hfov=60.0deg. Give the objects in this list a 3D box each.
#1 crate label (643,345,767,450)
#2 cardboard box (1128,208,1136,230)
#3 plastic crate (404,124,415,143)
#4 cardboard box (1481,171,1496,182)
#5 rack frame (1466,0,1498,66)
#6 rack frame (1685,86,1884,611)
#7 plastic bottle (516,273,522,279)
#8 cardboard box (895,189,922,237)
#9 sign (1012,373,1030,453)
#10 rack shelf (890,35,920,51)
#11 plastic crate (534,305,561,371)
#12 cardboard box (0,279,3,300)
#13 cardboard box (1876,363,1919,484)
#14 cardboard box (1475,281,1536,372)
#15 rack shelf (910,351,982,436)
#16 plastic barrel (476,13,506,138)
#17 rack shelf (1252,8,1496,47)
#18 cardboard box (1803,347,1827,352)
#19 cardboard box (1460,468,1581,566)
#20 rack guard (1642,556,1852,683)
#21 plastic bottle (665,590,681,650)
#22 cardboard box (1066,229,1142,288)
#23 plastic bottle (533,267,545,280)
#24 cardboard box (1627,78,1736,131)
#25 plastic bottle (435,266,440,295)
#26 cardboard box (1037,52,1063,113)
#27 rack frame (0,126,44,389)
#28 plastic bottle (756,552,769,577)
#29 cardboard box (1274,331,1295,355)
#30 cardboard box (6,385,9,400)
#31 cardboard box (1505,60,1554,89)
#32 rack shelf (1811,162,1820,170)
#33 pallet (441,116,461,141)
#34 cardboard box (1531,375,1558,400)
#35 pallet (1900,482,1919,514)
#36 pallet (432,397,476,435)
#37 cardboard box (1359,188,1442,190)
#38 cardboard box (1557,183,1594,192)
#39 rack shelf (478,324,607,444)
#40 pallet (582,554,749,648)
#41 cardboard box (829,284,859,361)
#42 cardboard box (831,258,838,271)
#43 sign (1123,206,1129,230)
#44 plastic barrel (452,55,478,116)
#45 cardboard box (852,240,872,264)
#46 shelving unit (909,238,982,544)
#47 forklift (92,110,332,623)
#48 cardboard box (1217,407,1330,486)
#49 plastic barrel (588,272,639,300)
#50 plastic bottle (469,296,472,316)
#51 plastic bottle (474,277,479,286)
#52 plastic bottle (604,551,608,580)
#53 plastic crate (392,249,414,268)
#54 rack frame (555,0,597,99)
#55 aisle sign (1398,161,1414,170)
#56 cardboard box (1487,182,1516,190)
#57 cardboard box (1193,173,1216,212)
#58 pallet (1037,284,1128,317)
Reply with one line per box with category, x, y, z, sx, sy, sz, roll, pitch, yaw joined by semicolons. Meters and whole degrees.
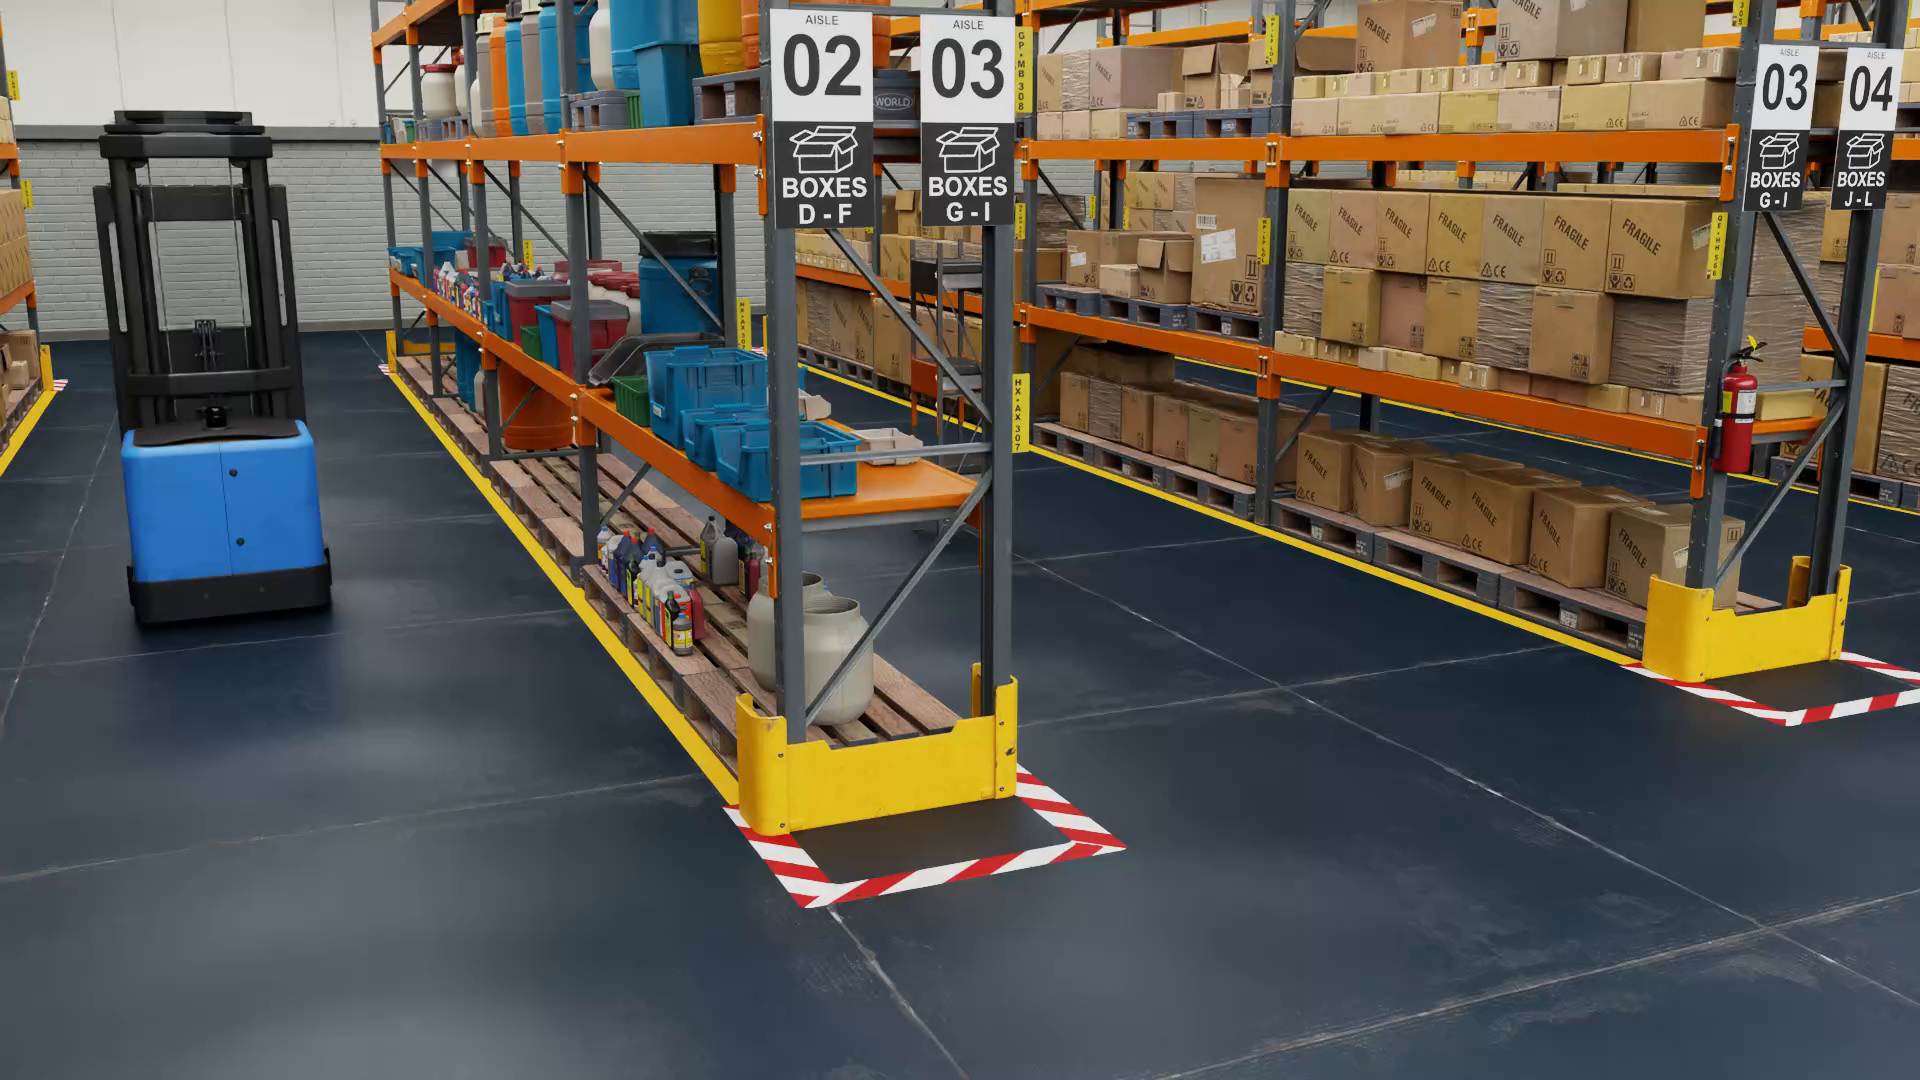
crate label;-1.251;-0.712;8.215;0.502;0.435;0.616;-6;14;-23
cardboard box;2.612;-4.486;23.721;0.500;0.500;0.500;-6;14;-23
plastic crate;-5.520;-4.236;17.339;0.450;0.188;0.662;-6;14;-23
cardboard box;7.782;-5.263;24.080;0.380;0.149;0.250;-6;14;-23
rack frame;5.653;-5.789;16.924;1.000;3.000;0.127;-6;14;-23
rack frame;4.272;-0.786;8.614;1.000;3.000;0.127;-6;14;-23
plastic bottle;-4.231;-2.433;16.013;0.097;0.271;0.097;0;13;0
cardboard box;-0.271;-3.672;18.635;0.797;0.503;0.637;-6;14;-24
sign;0.240;-0.522;6.861;0.100;0.325;0.005;-6;14;-23
rack shelf;-1.336;-6.056;20.561;1.077;0.370;4.000;-6;14;-23
plastic crate;-2.595;-1.357;11.117;0.392;0.384;0.575;-6;14;-23
cardboard box;-9.568;-2.550;16.013;0.500;0.500;0.500;-5;14;-21
cardboard box;7.807;-0.887;12.830;0.875;0.875;0.875;-6;14;-23
cardboard box;3.606;-1.296;9.934;0.875;0.500;0.500;-6;14;-23
rack shelf;-0.066;-1.044;11.784;0.431;0.518;0.480;-6;14;-23
plastic barrel;-3.341;-3.508;12.610;0.600;0.901;0.600;0;13;0
rack shelf;4.851;-5.657;18.836;1.077;0.370;4.000;-6;14;-23
cardboard box;10.365;-2.141;19.363;0.950;0.372;0.625;-7;15;-27
cardboard box;3.533;-0.155;10.499;0.500;0.500;0.500;-4;14;-18
rack guard;4.242;0.416;8.964;1.175;0.500;0.348;-6;14;-23
plastic bottle;-1.467;0.408;8.503;0.061;0.283;0.133;-5;14;-22
cardboard box;1.320;-2.584;15.230;0.500;0.500;0.500;-8;15;-30
plastic bottle;-3.964;-2.406;15.722;0.144;0.351;0.185;-6;14;-23
cardboard box;3.846;-2.251;8.624;0.500;0.250;0.500;-5;14;-22
plastic bottle;-5.264;-2.619;16.793;0.061;0.283;0.133;-6;14;-23
cardboard box;1.020;-4.072;14.830;0.500;0.500;0.500;-5;14;-22
rack frame;-11.215;-3.198;19.034;1.000;3.000;0.127;-6;14;-23
plastic bottle;-1.079;0.195;9.441;0.152;0.276;0.135;-5;14;-22
cardboard box;2.480;-1.419;11.904;0.380;0.149;0.250;-6;14;-23
cardboard box;-9.939;-1.489;16.961;0.380;0.166;0.250;-6;14;-23
cardboard box;3.360;-2.667;9.538;0.380;0.149;0.250;-6;15;-26
rack shelf;13.893;-5.307;23.091;1.077;0.370;4.000;-6;14;-23
pallet;-4.212;-3.800;15.403;1.003;0.211;1.213;-6;14;-23
cardboard box;3.574;-0.911;9.711;0.380;0.149;0.250;-6;14;-23
pallet;7.980;-0.264;12.545;1.003;0.211;1.213;-6;14;-23
pallet;-4.802;-1.296;17.002;1.003;0.211;1.213;-6;14;-23
cardboard box;3.102;-2.225;11.733;0.500;0.500;0.500;-6;14;-23
cardboard box;8.458;-4.579;22.564;0.500;0.500;0.500;-5;14;-22
rack shelf;-2.670;-1.228;12.118;1.077;0.370;4.000;-6;14;-23
pallet;-1.638;0.336;9.950;1.003;0.211;1.213;-6;14;-23
cardboard box;-1.086;-2.764;20.942;0.875;0.875;0.875;-6;14;-23
cardboard box;-1.370;-3.389;20.417;0.380;0.149;0.250;-5;14;-22
sign;1.561;-3.015;15.854;0.100;0.325;0.005;-6;14;-23
plastic barrel;-4.319;-4.076;14.945;0.433;0.535;0.433;0;13;0
cardboard box;-0.952;-3.405;19.601;0.500;0.250;0.500;-6;14;-24
shelving unit;-0.066;-1.057;11.781;0.431;2.100;0.503;-6;14;-23
forklift;-4.845;-1.233;10.699;1.130;2.935;3.031;-6;14;-24
cardboard box;2.444;-0.738;12.973;0.700;0.500;0.500;-7;15;-27
plastic barrel;-2.518;-1.690;12.217;0.433;0.535;0.433;0;13;0
plastic bottle;-4.263;-2.073;14.616;0.097;0.201;0.097;0;13;0
plastic bottle;-4.423;-2.267;15.272;0.061;0.283;0.133;-6;14;-23
plastic bottle;-2.061;0.131;9.881;0.097;0.201;0.097;0;13;0
plastic crate;-6.614;-3.375;20.039;0.416;0.233;0.300;-6;14;-23
rack frame;-1.868;-4.088;9.575;1.000;3.000;0.127;-6;14;-23
aisle sign;7.198;-6.296;26.656;0.394;0.787;0.004;-6;14;-23
cardboard box;7.907;-4.874;23.839;0.500;0.500;0.500;-6;14;-24
cardboard box;3.402;-4.552;21.787;0.500;0.500;0.500;-6;14;-25
pallet;1.451;-2.208;15.182;1.213;0.211;1.003;-6;14;-23
